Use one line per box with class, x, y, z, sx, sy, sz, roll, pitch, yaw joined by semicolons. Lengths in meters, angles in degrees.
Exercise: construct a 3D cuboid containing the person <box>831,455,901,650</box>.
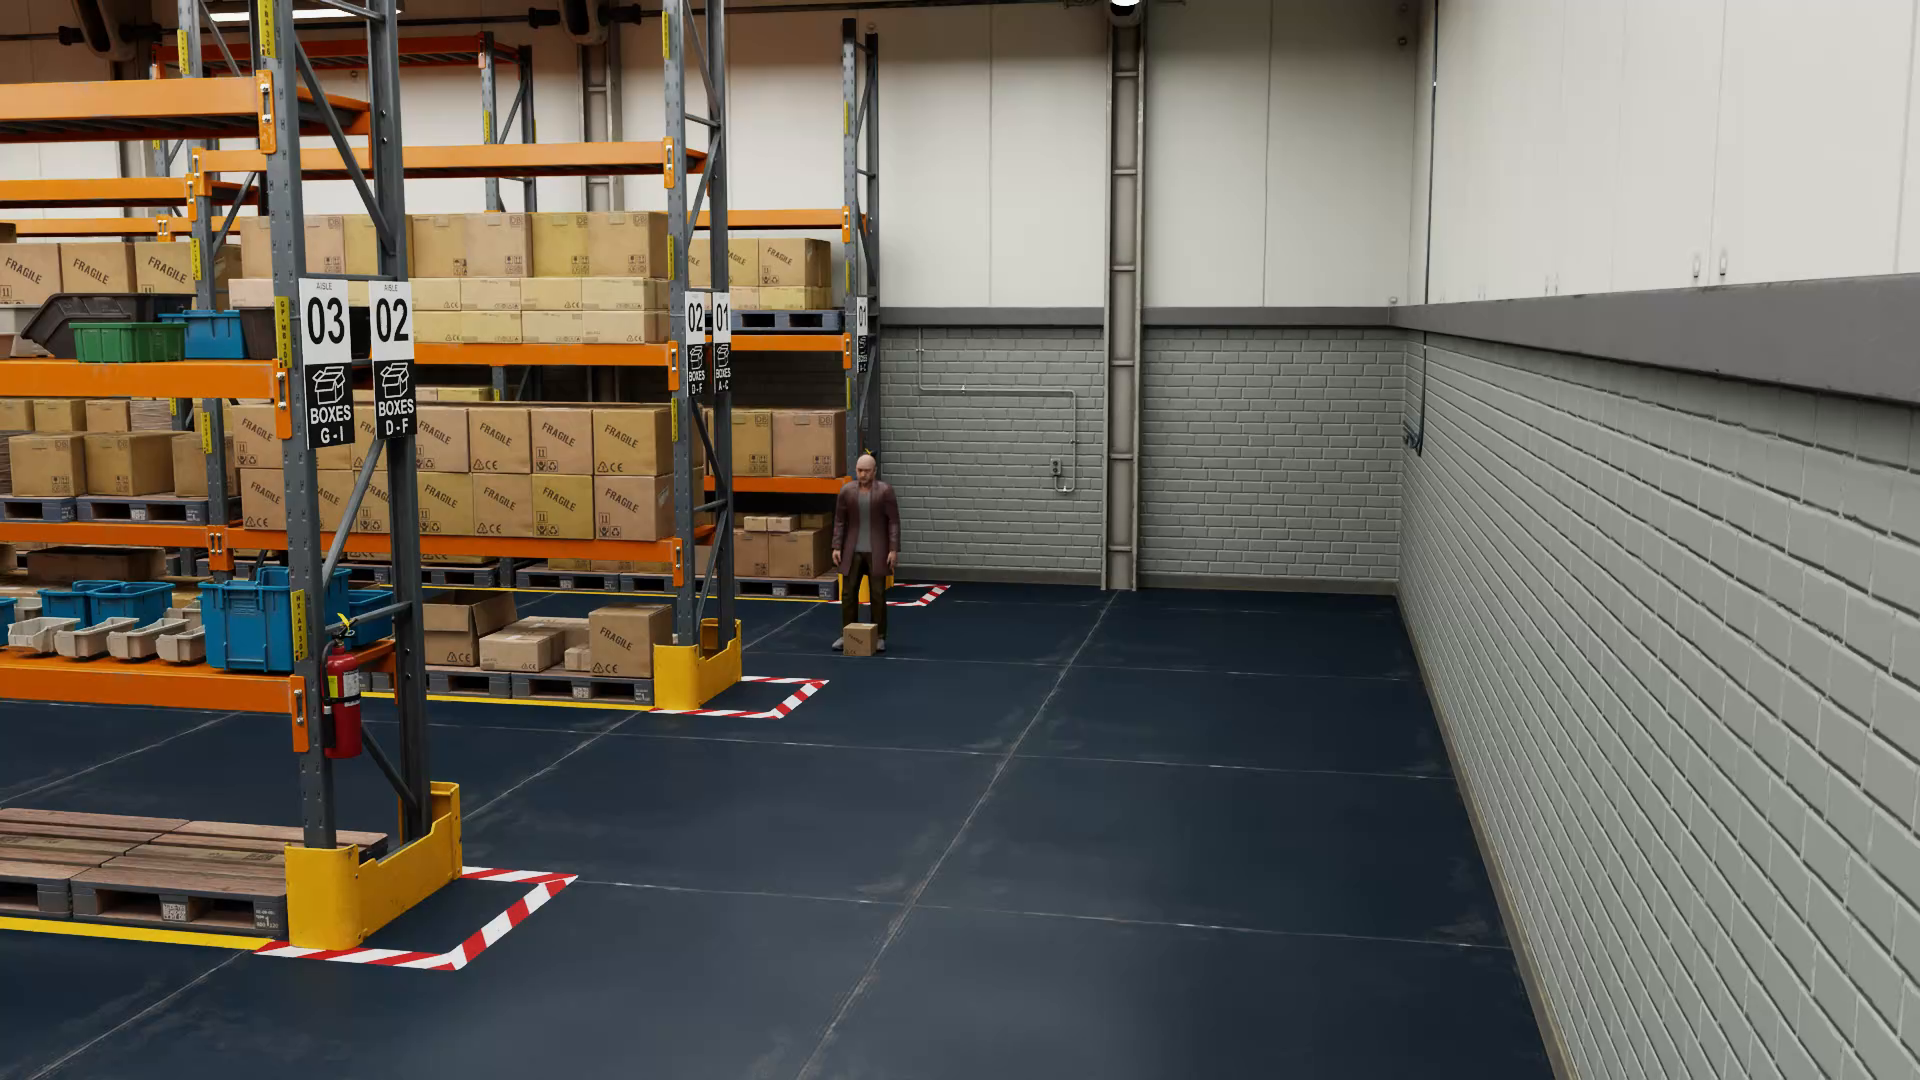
person;-0.852;0.107;15.082;0.648;1.774;0.418;1;8;11
